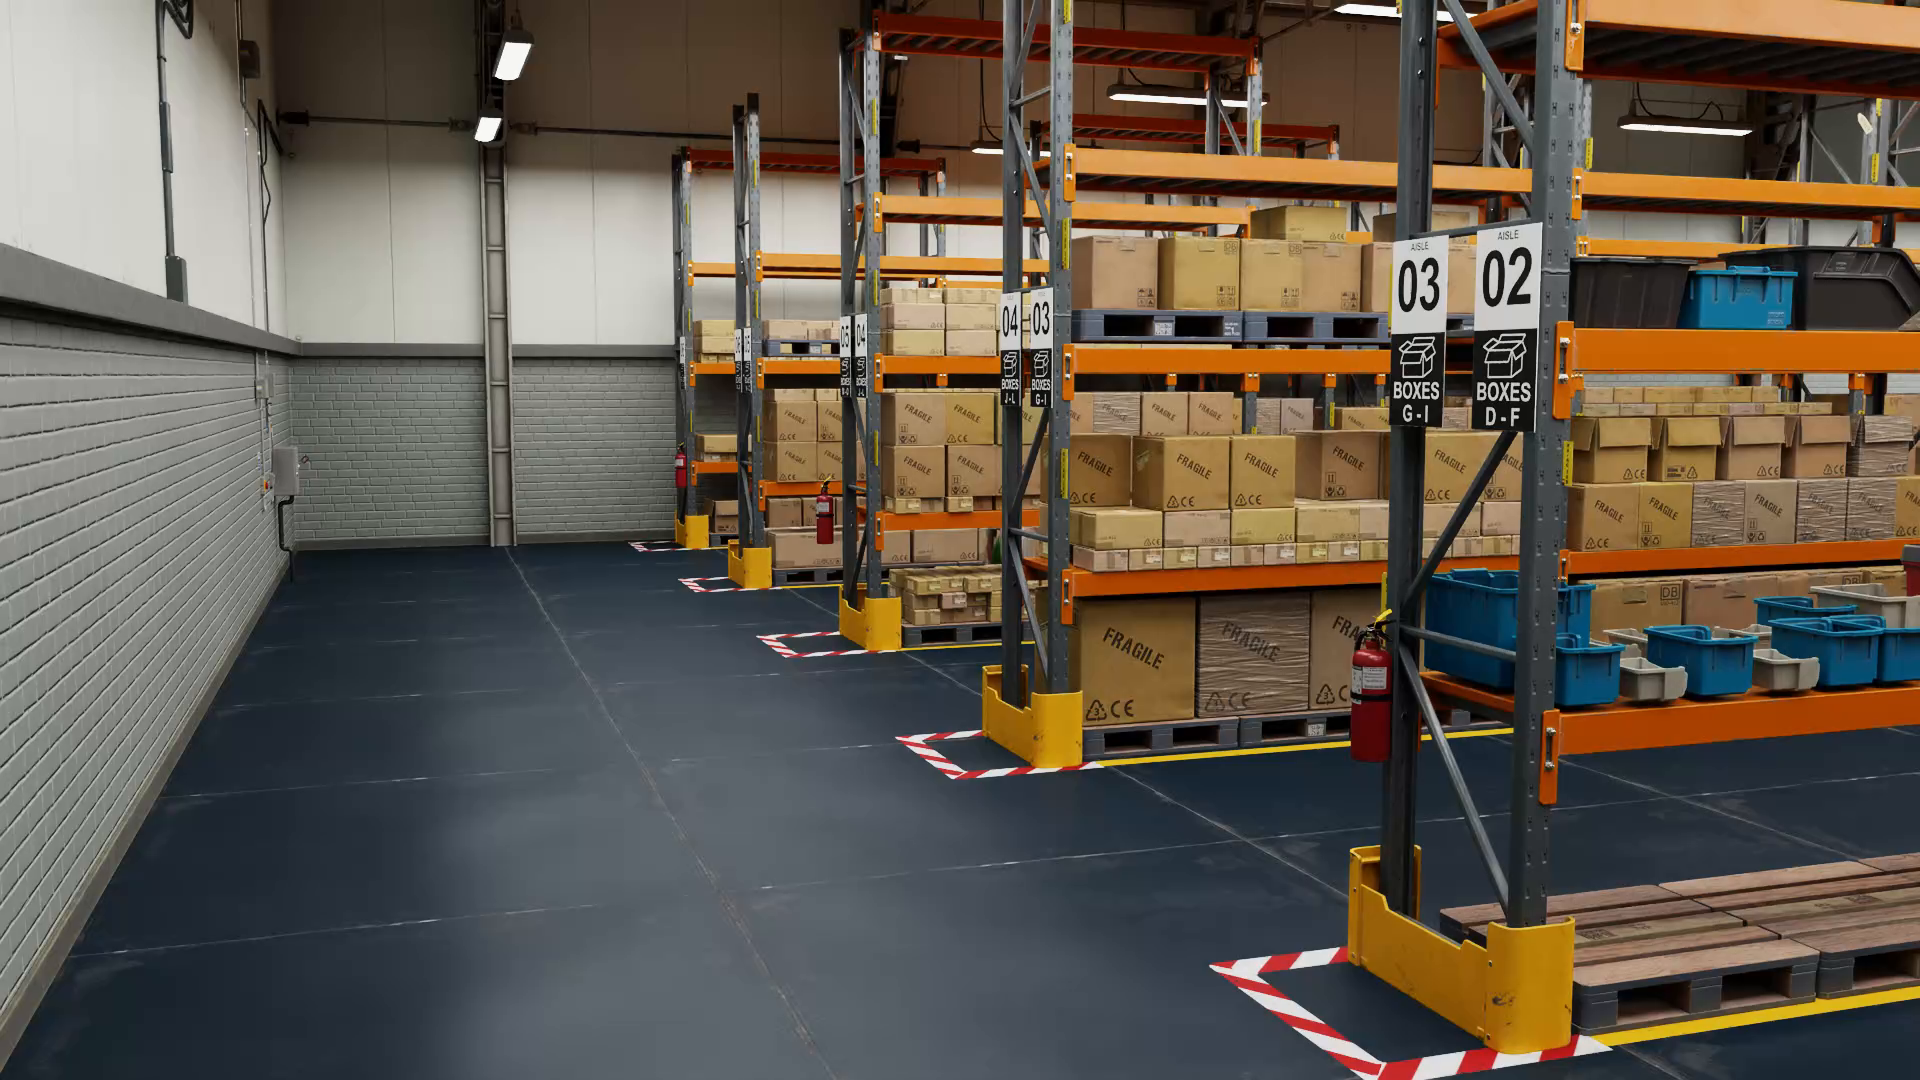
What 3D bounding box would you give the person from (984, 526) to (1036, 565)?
[{"bbox_3d":[0.554,0.119,19.243,0.500,1.207,0.938,-2,6,-21],"label":"person"}]
